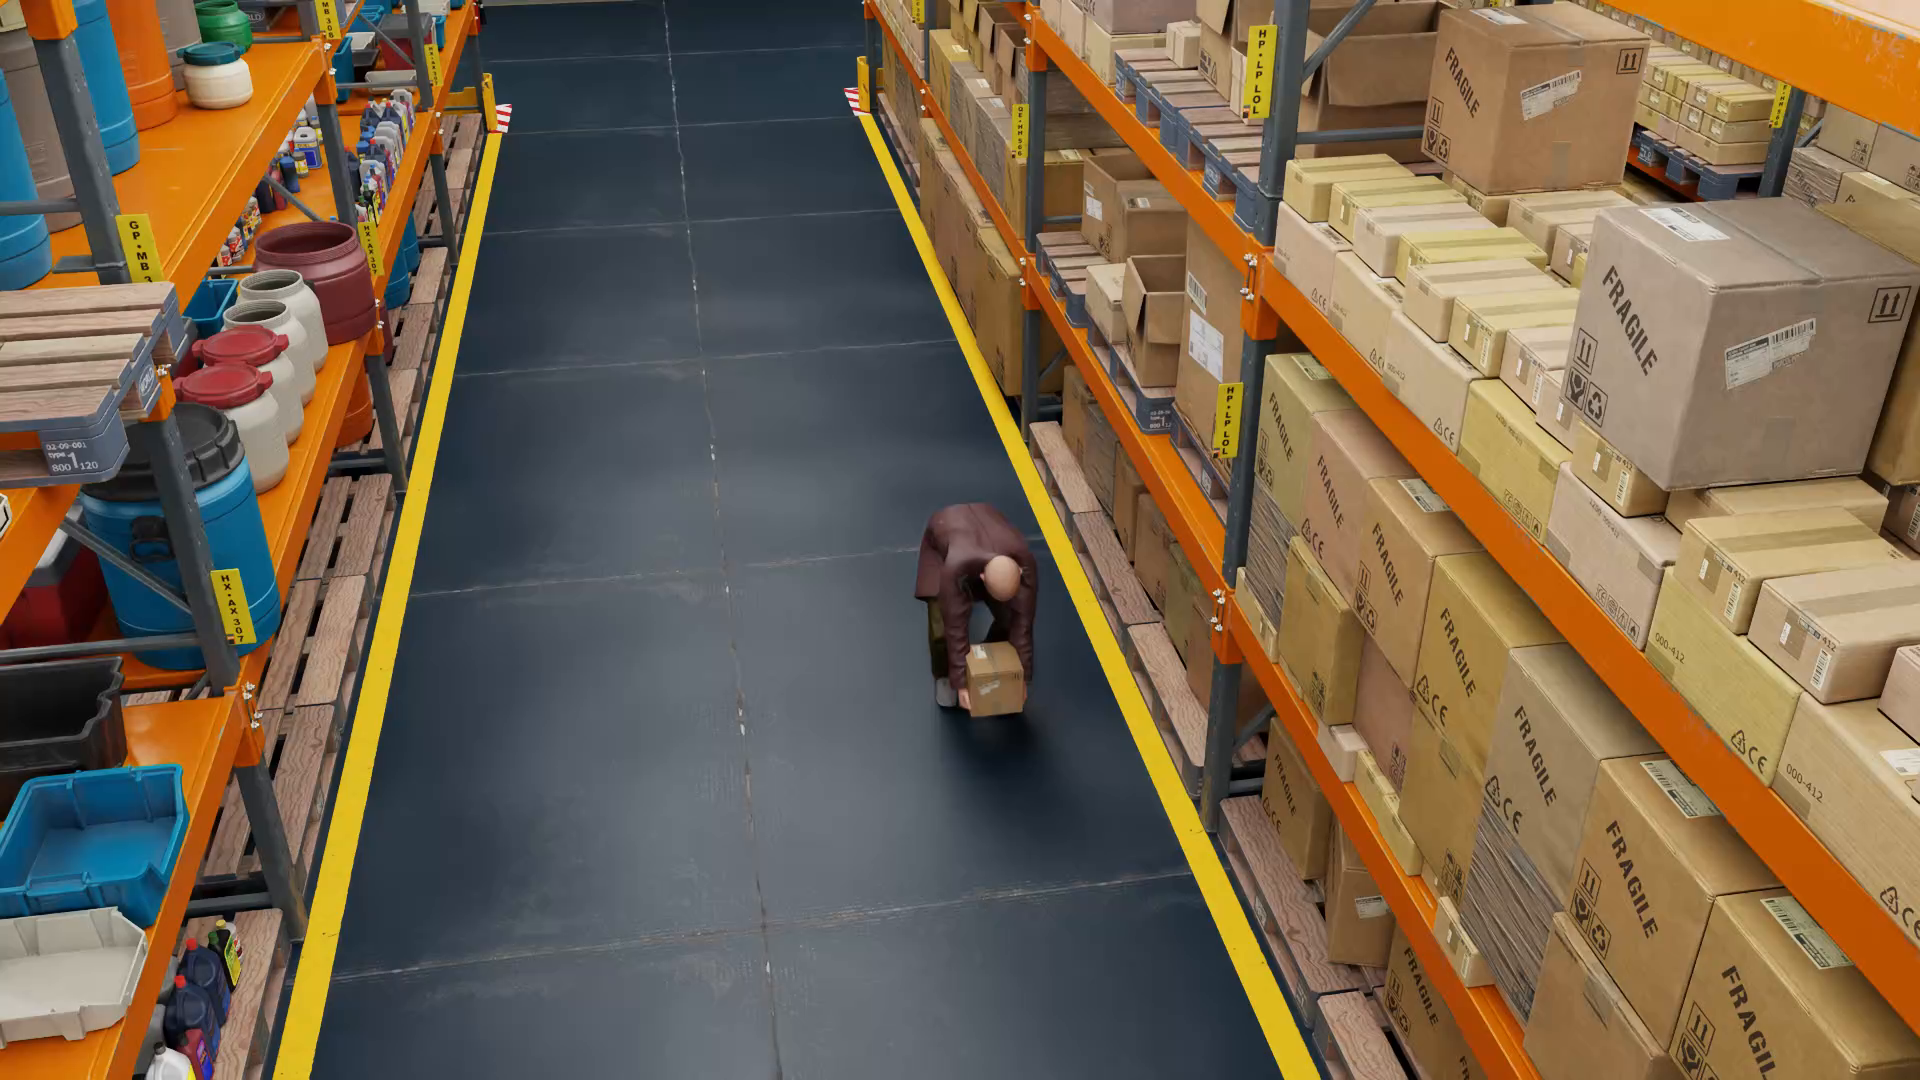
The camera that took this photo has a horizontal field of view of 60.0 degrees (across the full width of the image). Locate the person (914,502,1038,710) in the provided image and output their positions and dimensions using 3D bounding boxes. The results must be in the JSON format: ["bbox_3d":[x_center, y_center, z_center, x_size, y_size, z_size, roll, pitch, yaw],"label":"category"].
[{"bbox_3d":[0.091,0.378,8.186,0.581,1.094,0.941,-7,31,-11],"label":"person"}]
